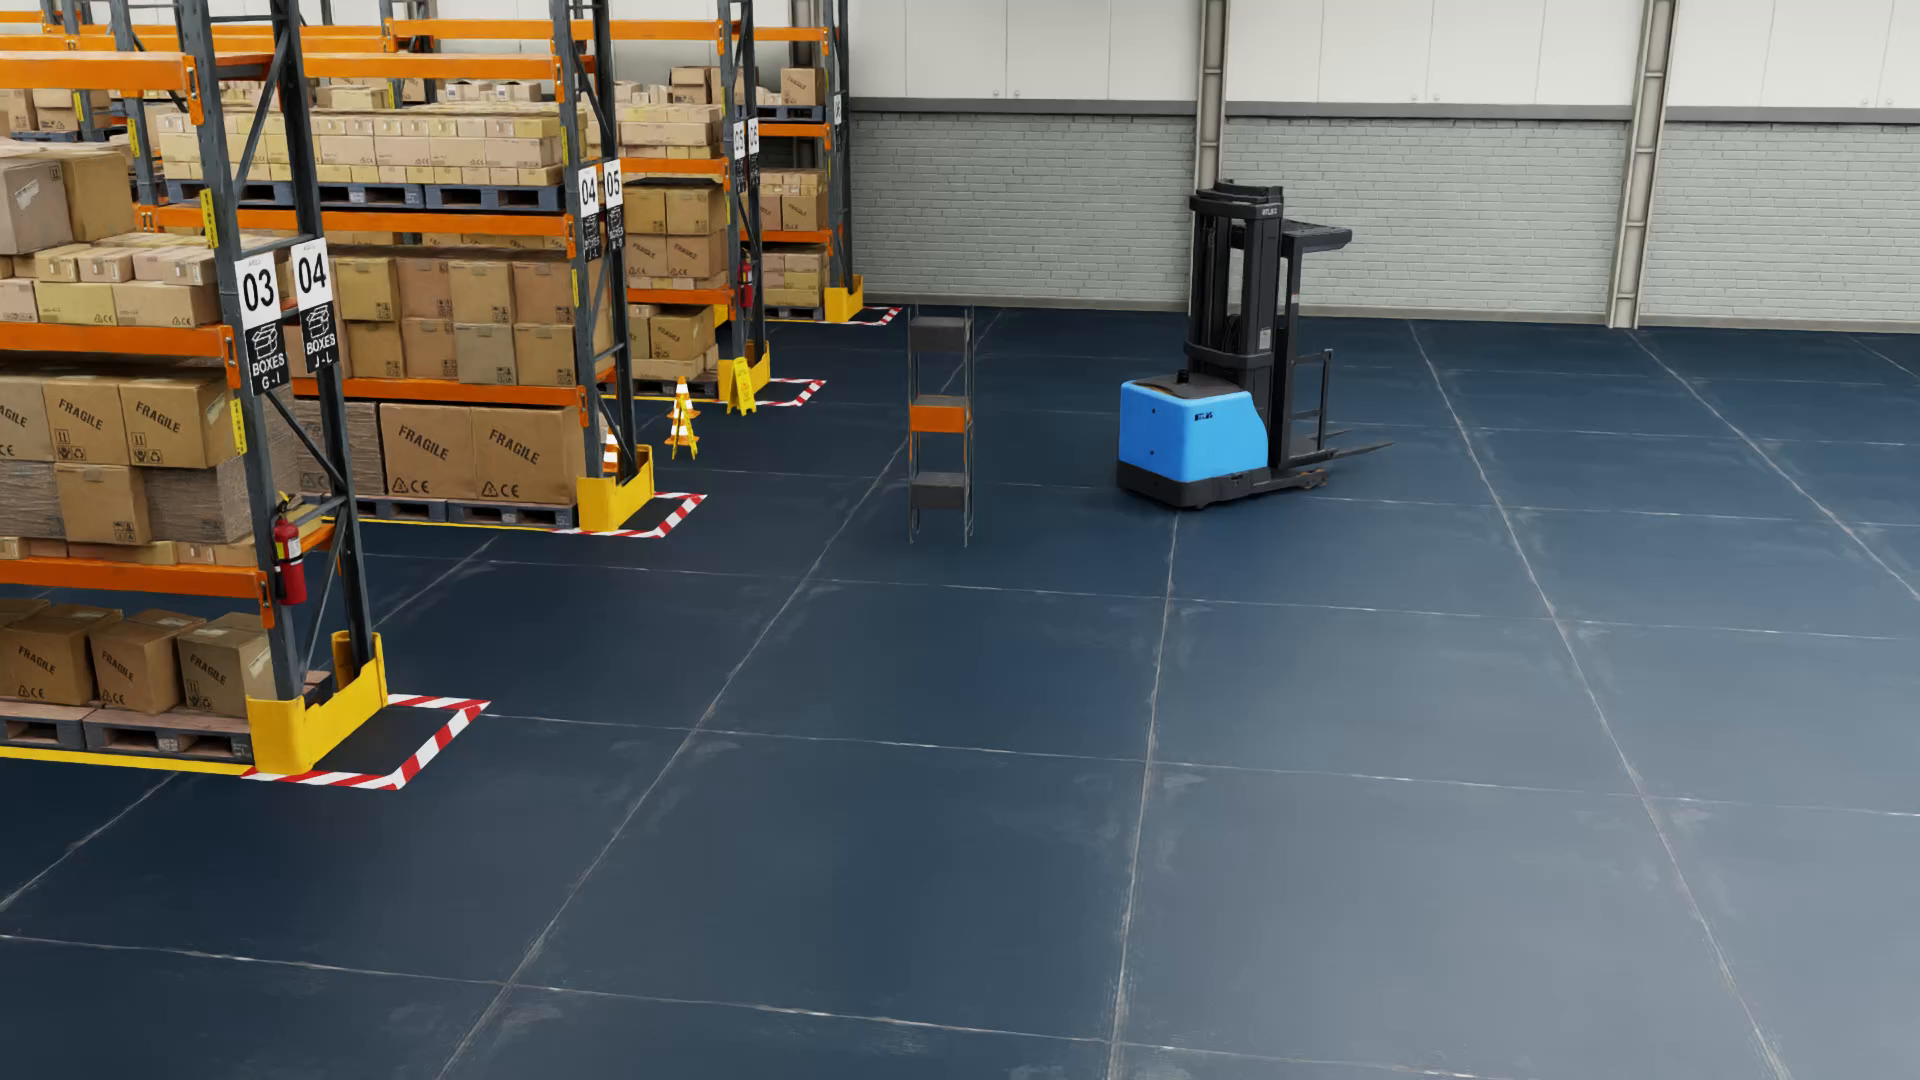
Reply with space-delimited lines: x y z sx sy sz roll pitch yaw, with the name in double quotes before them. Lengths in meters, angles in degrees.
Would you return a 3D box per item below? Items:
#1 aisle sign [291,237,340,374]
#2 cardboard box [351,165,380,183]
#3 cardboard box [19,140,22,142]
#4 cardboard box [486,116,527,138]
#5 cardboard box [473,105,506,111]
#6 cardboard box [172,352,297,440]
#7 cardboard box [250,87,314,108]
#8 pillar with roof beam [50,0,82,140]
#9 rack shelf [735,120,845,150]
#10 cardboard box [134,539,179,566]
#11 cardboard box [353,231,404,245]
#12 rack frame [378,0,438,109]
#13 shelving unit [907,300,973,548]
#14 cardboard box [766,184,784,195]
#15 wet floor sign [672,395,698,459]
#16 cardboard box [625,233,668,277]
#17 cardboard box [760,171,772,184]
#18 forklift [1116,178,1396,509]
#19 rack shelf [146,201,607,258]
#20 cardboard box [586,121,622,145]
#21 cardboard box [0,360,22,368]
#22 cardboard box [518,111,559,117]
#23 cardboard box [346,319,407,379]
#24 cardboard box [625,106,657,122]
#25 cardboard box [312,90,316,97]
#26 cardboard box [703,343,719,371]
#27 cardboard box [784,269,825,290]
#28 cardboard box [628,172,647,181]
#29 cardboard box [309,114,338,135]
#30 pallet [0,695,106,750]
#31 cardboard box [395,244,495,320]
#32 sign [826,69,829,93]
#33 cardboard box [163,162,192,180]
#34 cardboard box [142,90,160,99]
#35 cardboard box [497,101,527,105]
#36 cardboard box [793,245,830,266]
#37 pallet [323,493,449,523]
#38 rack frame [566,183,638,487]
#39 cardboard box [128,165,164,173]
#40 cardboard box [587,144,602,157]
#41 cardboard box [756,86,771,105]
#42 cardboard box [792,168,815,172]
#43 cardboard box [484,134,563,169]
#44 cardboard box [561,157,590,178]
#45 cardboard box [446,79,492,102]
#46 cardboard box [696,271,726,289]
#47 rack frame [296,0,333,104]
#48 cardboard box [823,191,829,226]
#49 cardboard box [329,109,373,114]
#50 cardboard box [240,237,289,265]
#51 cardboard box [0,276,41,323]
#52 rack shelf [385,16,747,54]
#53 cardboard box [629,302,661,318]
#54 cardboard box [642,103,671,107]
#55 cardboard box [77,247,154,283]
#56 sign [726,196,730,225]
"aisle sign" -4.004 -1.459 10.338 0.004 0.787 0.394 3 19 9
"cardboard box" -5.114 -3.221 14.552 0.250 0.149 0.380 3 19 9
"cardboard box" -8.989 -3.651 15.652 0.258 0.266 0.396 3 19 9
"cardboard box" -3.858 -3.535 14.235 0.250 0.149 0.380 3 19 9
"cardboard box" -5.455 -4.963 19.320 0.250 0.149 0.380 3 19 8
"cardboard box" -4.612 -0.911 10.595 0.500 0.500 0.500 3 19 9
"cardboard box" -8.093 -5.262 19.862 0.500 0.250 0.500 3 19 10
"pillar with roof beam" -14.832 -7.212 22.177 0.400 9.000 9.100 3 19 9
"rack shelf" -3.731 -5.977 24.345 4.000 0.370 1.077 3 19 9
"cardboard box" -4.928 0.025 10.396 0.250 0.149 0.380 3 19 9
"cardboard box" -6.982 -3.780 20.085 0.500 0.500 0.500 3 19 8
"rack frame" -6.490 -6.286 19.408 0.127 3.000 1.000 3 19 9
"shelving unit" -0.163 -1.004 14.495 0.503 2.100 0.431 3 19 9
"cardboard box" -2.647 -5.115 24.184 0.250 0.149 0.380 3 19 10
"wet floor sign" -2.883 -1.186 17.331 0.232 0.644 0.267 0 19 -1
"cardboard box" -3.614 -3.396 19.598 0.500 0.500 0.500 3 19 9
"cardboard box" -2.889 -5.286 24.226 0.250 0.149 0.380 3 19 9
"forklift" 3.045 -2.017 16.213 3.031 2.935 1.130 -12 22 -31
"rack shelf" -5.200 -2.866 15.047 4.000 0.370 1.077 3 19 9
"cardboard box" -4.098 -4.724 19.234 0.500 0.250 0.500 3 19 10
"cardboard box" -6.175 -0.825 10.339 0.500 0.500 0.500 3 19 9
"cardboard box" -3.752 -3.741 14.850 0.250 0.149 0.380 3 19 9
"cardboard box" -5.209 -1.861 15.403 0.500 0.550 0.875 3 19 9
"cardboard box" -3.667 -4.907 19.152 0.250 0.149 0.380 3 19 9
"cardboard box" -9.978 -6.831 25.373 0.250 0.149 0.380 3 19 9
"cardboard box" -3.293 -2.262 20.508 0.500 0.250 0.500 3 19 8
"cardboard box" -2.287 -3.854 24.477 0.500 0.250 0.500 3 19 8
"cardboard box" -4.675 -5.343 24.396 0.250 0.149 0.380 3 19 10
"cardboard box" -5.613 -3.625 14.501 0.250 0.149 0.380 3 19 9
"pallet" -6.185 1.070 11.274 1.213 0.211 1.003 3 19 9
"cardboard box" -4.675 -2.367 15.213 0.550 0.550 0.875 3 19 9
"sign" -1.857 -6.430 23.296 0.005 0.325 0.100 3 19 9
"cardboard box" -6.870 -3.310 14.818 0.250 0.149 0.380 3 19 8
"cardboard box" -12.115 -6.743 25.077 0.250 0.149 0.380 3 19 10
"cardboard box" -5.354 -5.173 19.947 0.250 0.149 0.380 3 19 10
"cardboard box" -2.201 -4.248 24.867 0.500 0.250 0.500 3 19 8
"pallet" -5.229 -0.439 15.783 1.213 0.211 1.003 3 19 9
"rack frame" -3.226 -1.684 15.108 0.127 3.000 1.000 3 19 9
"cardboard box" -12.651 -5.525 25.769 0.500 0.500 0.700 3 19 9
"cardboard box" -4.197 -4.546 19.332 0.250 0.149 0.380 2 19 7
"cardboard box" -2.873 -6.359 23.747 0.258 0.266 0.396 3 19 9
"cardboard box" -2.307 -5.408 24.589 0.250 0.149 0.380 4 19 11
"cardboard box" -3.753 -3.360 14.338 0.500 0.250 0.500 3 19 9
"cardboard box" -3.513 -3.351 14.941 0.250 0.149 0.380 3 19 9
"cardboard box" -7.217 -6.622 24.460 0.500 0.311 0.500 2 19 7
"cardboard box" -2.944 -3.072 19.654 0.250 0.149 0.380 4 19 10
"rack frame" -9.656 -8.042 24.658 0.127 3.000 1.000 3 19 9
"cardboard box" -2.202 -4.954 24.725 0.500 0.500 0.500 4 19 10
"cardboard box" -5.518 -3.831 15.117 0.250 0.149 0.380 3 19 8
"cardboard box" -4.348 -1.762 10.222 0.250 0.149 0.380 3 19 8
"cardboard box" -5.627 -1.484 10.019 0.500 0.250 0.500 3 19 10
"rack shelf" -4.515 -5.843 19.222 4.000 0.370 1.077 3 19 9
"cardboard box" -3.746 -2.754 19.774 0.250 0.149 0.380 3 19 10
"cardboard box" -3.583 -5.078 19.666 0.250 0.149 0.380 3 19 8
"cardboard box" -4.962 -1.621 9.801 0.250 0.149 0.380 2 19 6
"sign" -2.648 -3.766 19.007 0.005 0.325 0.100 3 19 9
